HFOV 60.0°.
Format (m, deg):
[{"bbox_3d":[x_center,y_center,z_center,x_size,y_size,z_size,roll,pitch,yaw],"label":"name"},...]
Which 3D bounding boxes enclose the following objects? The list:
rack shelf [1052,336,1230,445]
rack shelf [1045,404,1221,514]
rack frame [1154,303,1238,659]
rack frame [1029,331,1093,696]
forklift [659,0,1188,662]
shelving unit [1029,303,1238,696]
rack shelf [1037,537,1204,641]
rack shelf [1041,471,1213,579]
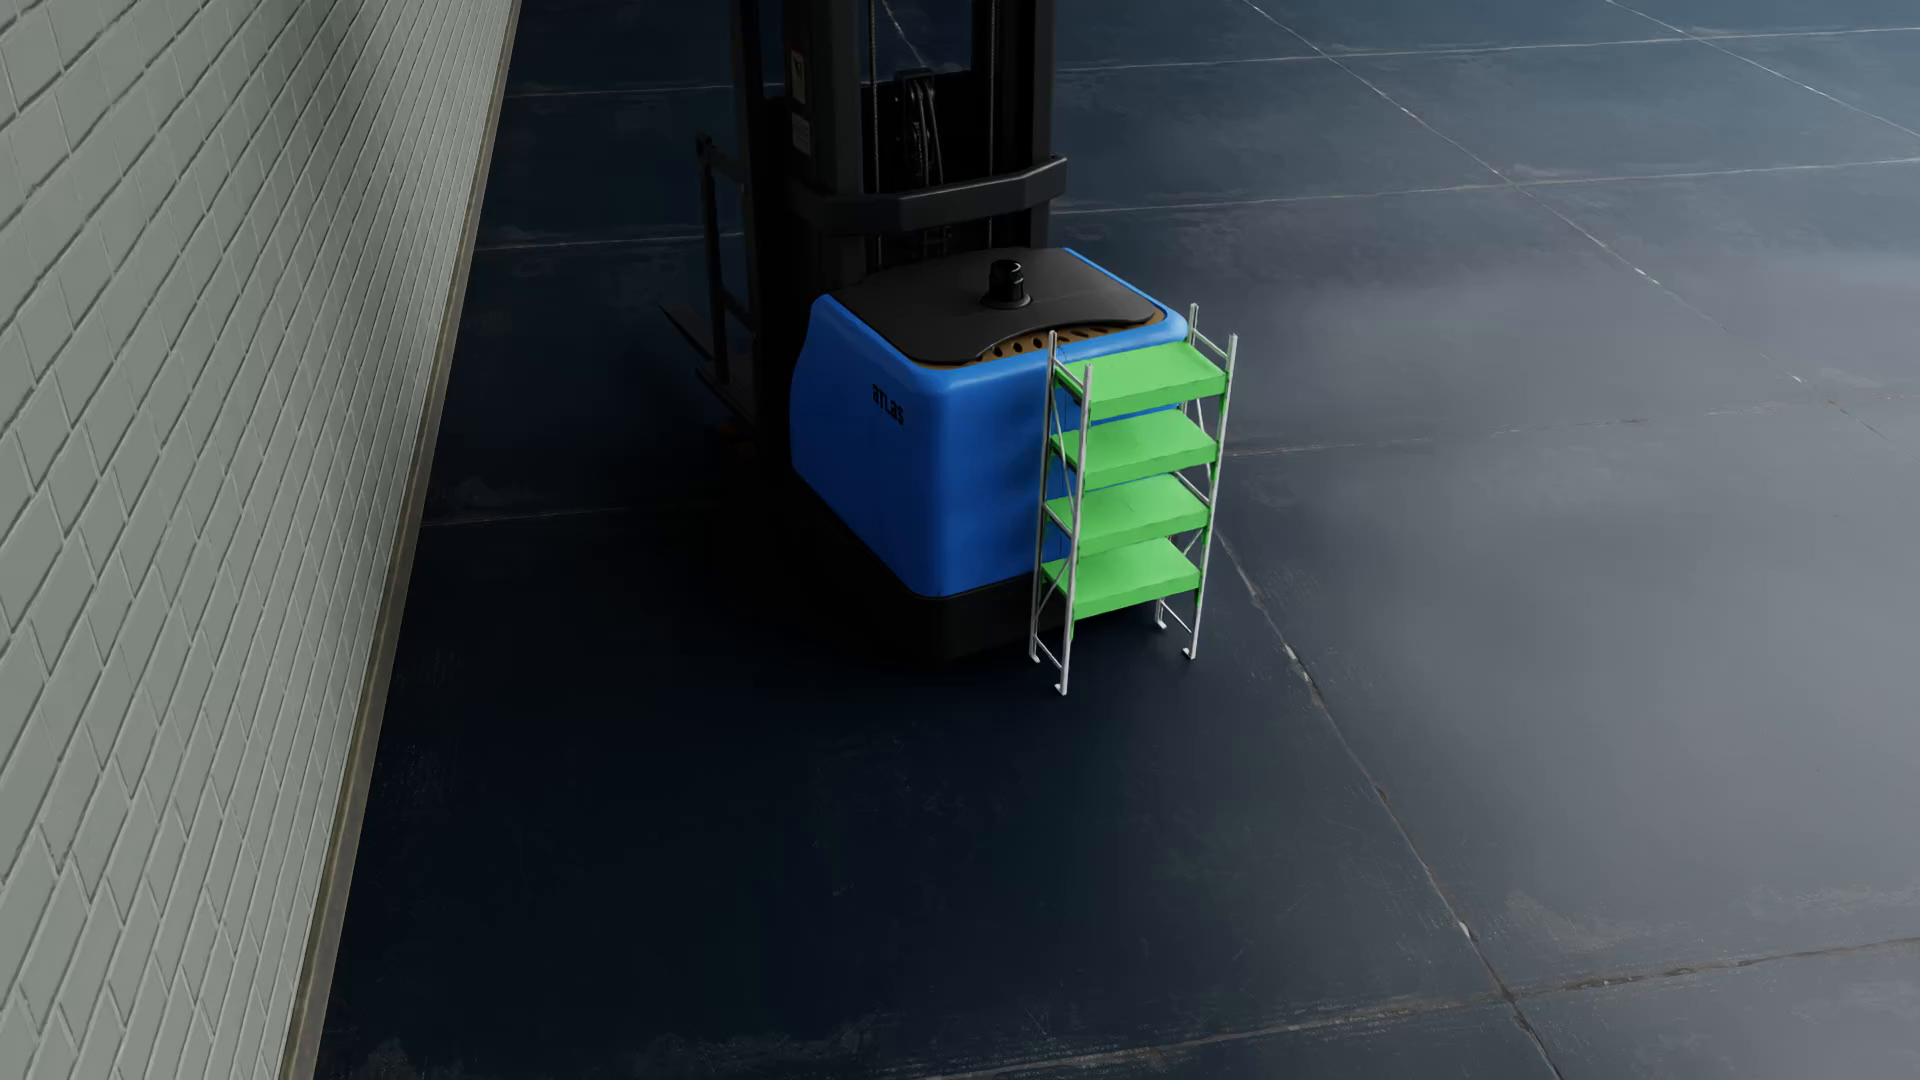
[{"bbox_3d":[0.536,-0.455,5.005,0.480,0.148,0.258,-13,37,-22],"label":"rack shelf"},{"bbox_3d":[0.530,-0.255,5.138,0.480,0.148,0.258,-13,37,-22],"label":"rack shelf"},{"bbox_3d":[0.746,-0.162,5.325,0.015,1.200,0.240,-13,37,-22],"label":"rack frame"},{"bbox_3d":[0.304,-0.056,5.147,0.015,1.200,0.240,-13,37,-22],"label":"rack frame"},{"bbox_3d":[-0.381,-1.586,6.056,1.130,2.935,3.031,-15,34,-24],"label":"forklift"},{"bbox_3d":[0.525,-0.109,5.236,0.503,1.200,0.258,-13,37,-22],"label":"shelving unit"},{"bbox_3d":[0.517,0.143,5.405,0.480,0.148,0.258,-13,37,-22],"label":"rack shelf"},{"bbox_3d":[0.523,-0.056,5.272,0.480,0.148,0.258,-13,37,-22],"label":"rack shelf"}]
